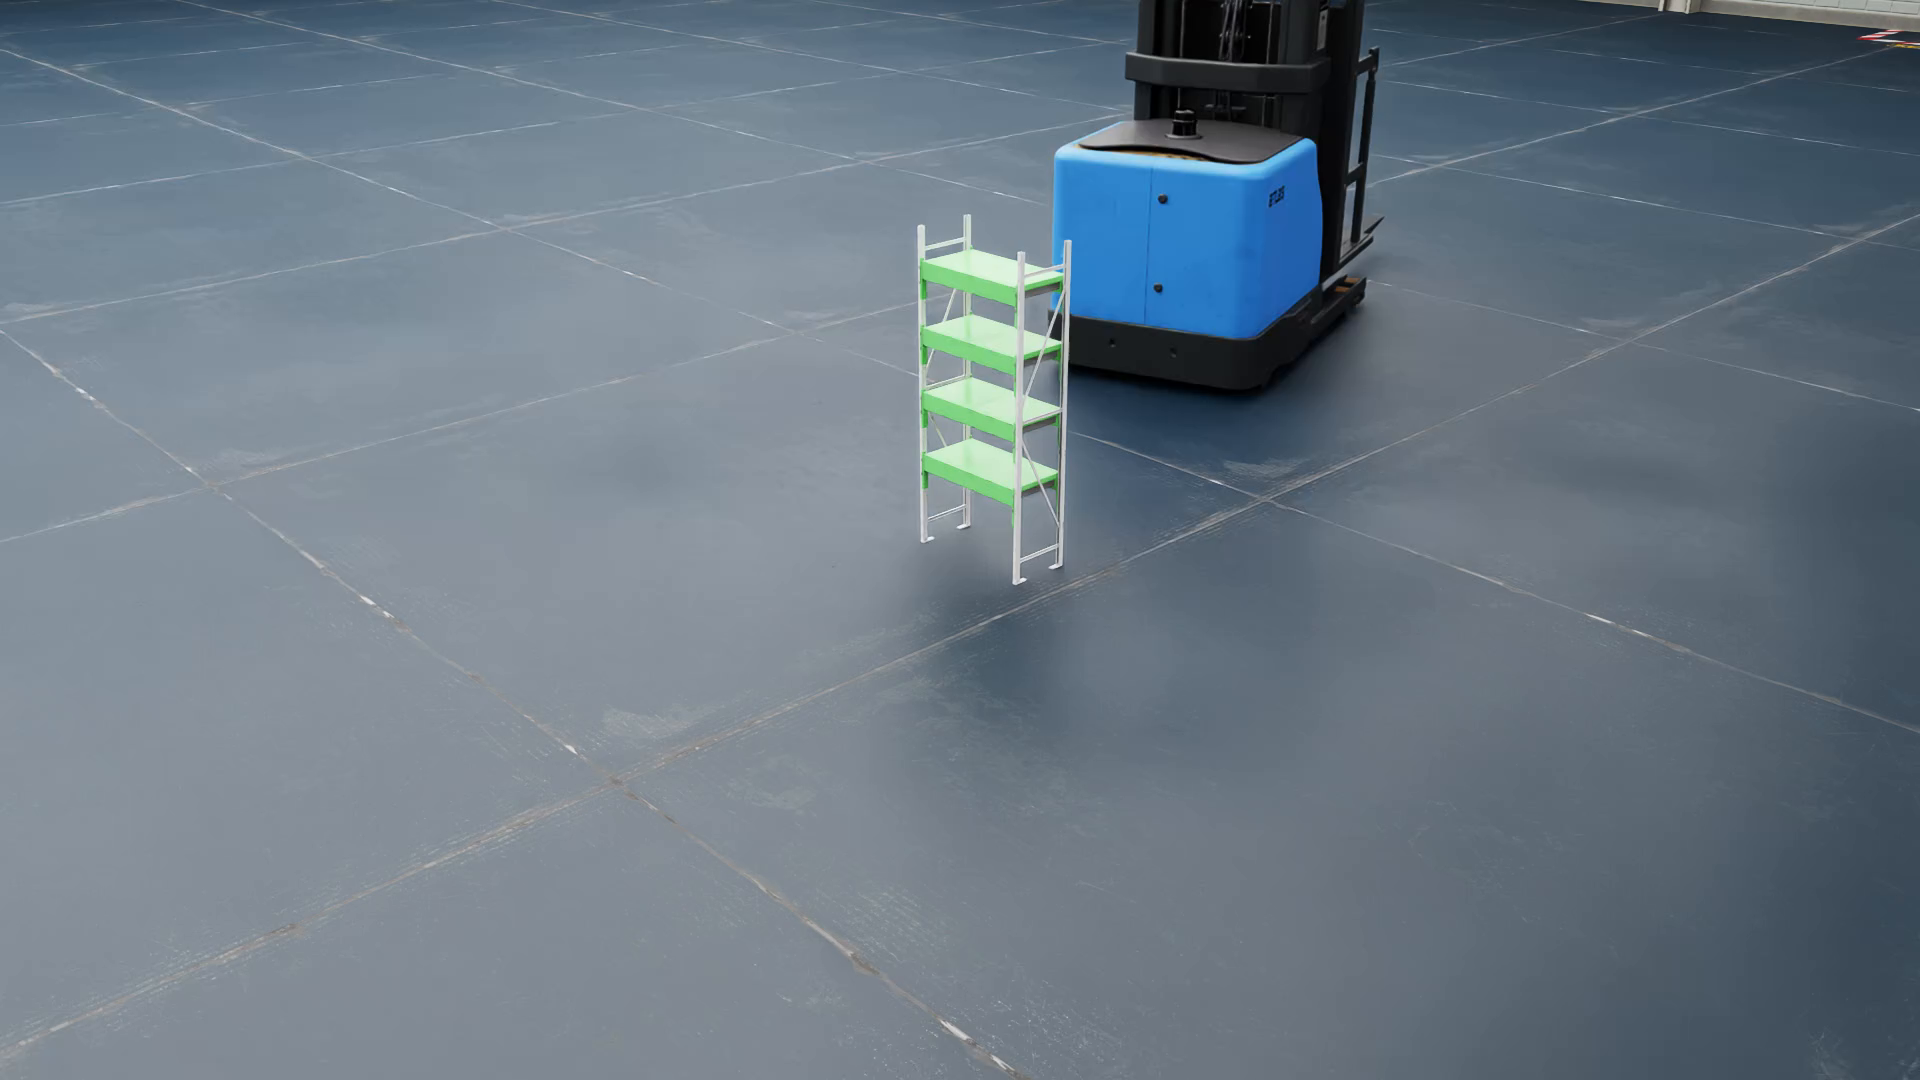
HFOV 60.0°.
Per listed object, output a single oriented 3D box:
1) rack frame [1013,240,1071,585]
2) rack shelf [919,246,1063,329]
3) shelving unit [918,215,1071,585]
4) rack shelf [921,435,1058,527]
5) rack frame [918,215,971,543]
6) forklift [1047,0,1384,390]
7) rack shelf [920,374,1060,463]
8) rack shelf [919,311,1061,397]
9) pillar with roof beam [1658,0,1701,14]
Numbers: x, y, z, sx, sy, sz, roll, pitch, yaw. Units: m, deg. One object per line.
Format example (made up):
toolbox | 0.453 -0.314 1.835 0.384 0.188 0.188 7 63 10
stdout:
rack frame | 0.280 -0.422 5.729 0.240 1.200 0.015 -21 32 -38
rack shelf | 0.113 -0.874 5.718 0.258 0.148 0.480 -21 32 -38
shelving unit | 0.113 -0.496 5.891 0.258 1.200 0.503 -21 32 -38
rack shelf | 0.113 -0.219 6.017 0.258 0.148 0.480 -21 32 -38
rack frame | -0.054 -0.570 6.053 0.240 1.200 0.015 -21 32 -38
forklift | 1.546 -2.593 8.402 1.130 2.935 3.031 12 27 25
rack shelf | 0.113 -0.438 5.918 0.258 0.148 0.480 -21 32 -38
rack shelf | 0.113 -0.656 5.818 0.258 0.148 0.480 -21 32 -38
pillar with roof beam | 5.787 -9.442 16.104 9.100 9.000 0.400 -21 32 -38
